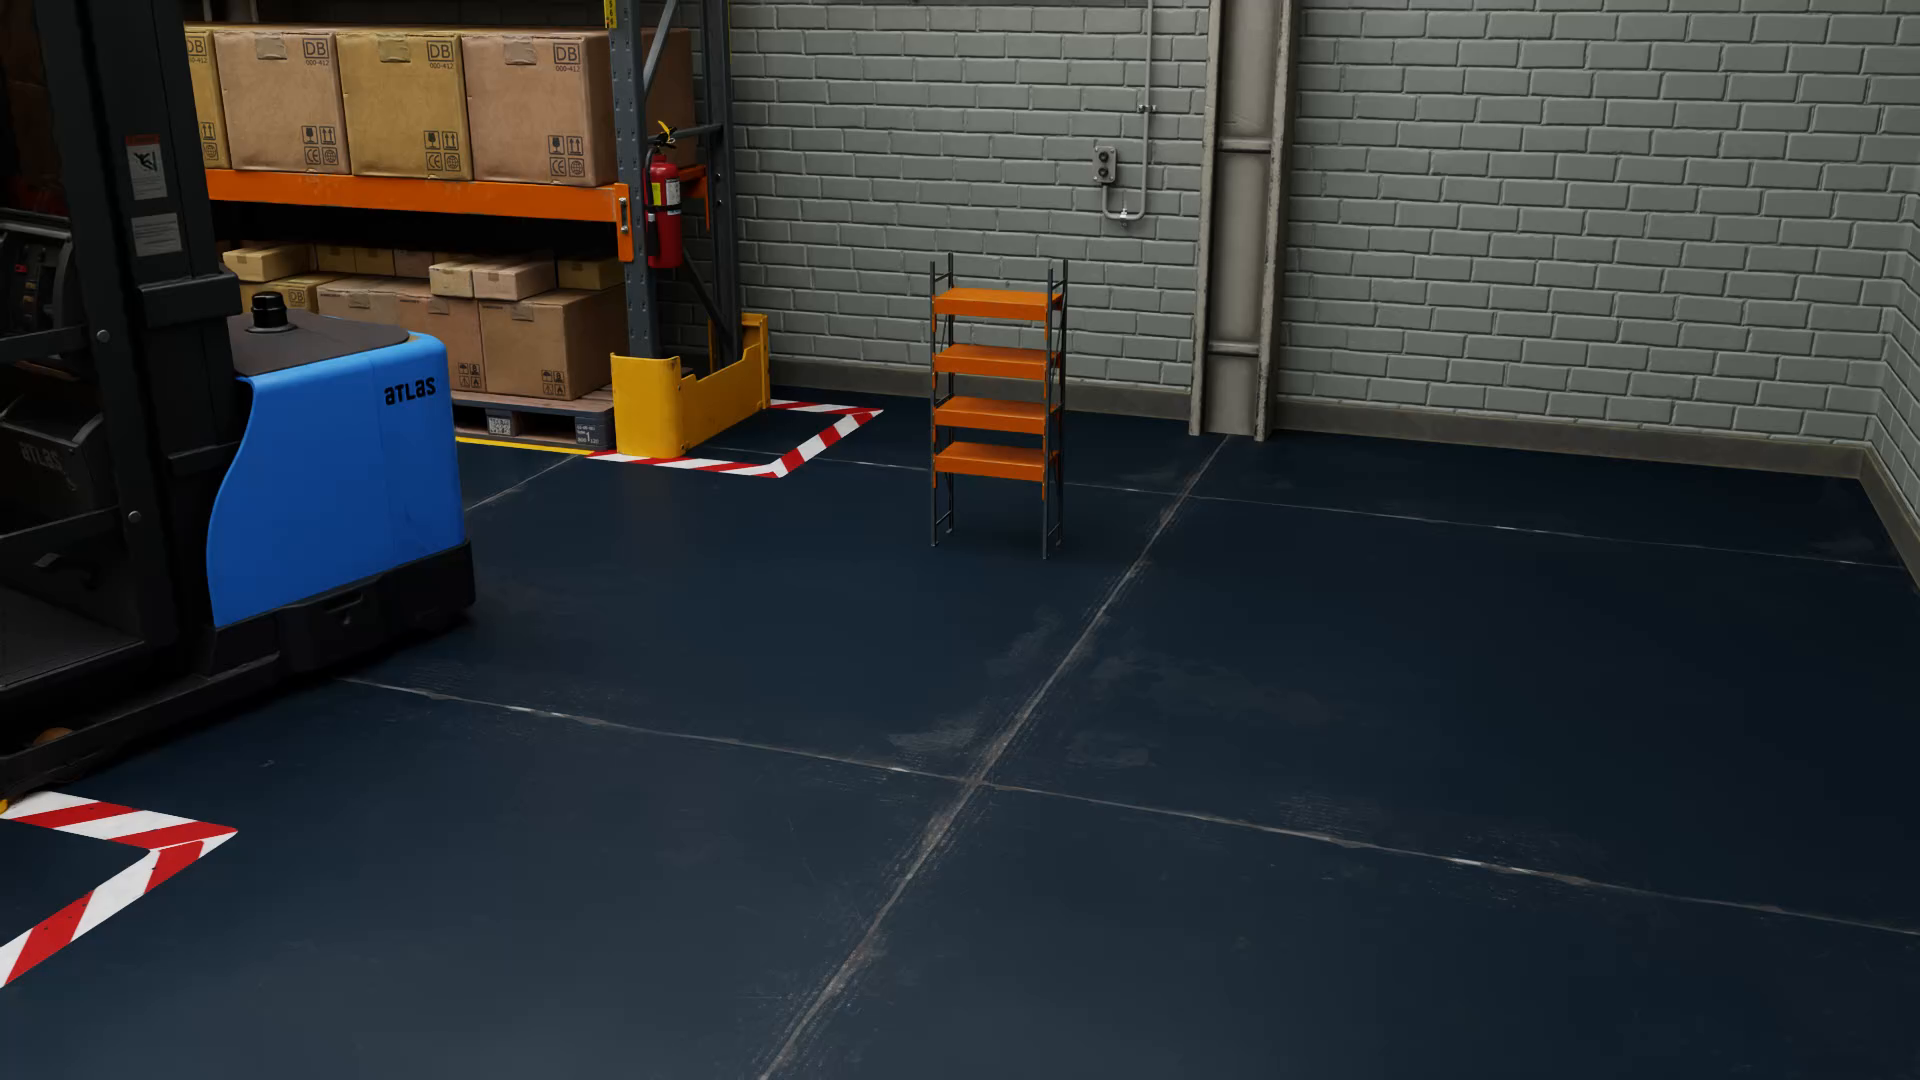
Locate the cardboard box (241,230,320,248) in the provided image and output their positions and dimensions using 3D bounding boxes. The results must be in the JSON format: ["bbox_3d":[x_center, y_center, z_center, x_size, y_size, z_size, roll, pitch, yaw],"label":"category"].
[{"bbox_3d":[-3.838,-1.650,9.426,0.250,0.149,0.380,6,20,16],"label":"cardboard box"}]

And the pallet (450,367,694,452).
[{"bbox_3d":[-2.189,-0.758,8.932,1.213,0.211,1.003,7,20,18],"label":"pallet"}]

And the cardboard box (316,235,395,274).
[{"bbox_3d":[-3.355,-1.595,9.268,0.250,0.149,0.380,6,20,17],"label":"cardboard box"}]

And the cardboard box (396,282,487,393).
[{"bbox_3d":[-2.575,-1.130,8.920,0.500,0.500,0.700,6,20,18],"label":"cardboard box"}]

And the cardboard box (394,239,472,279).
[{"bbox_3d":[-2.874,-1.540,9.110,0.250,0.149,0.380,7,20,19],"label":"cardboard box"}]

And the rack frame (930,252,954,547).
[{"bbox_3d":[-0.074,-0.575,6.903,0.015,1.200,0.240,7,20,18],"label":"rack frame"}]

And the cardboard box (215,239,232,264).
[{"bbox_3d":[-4.250,-1.563,9.178,0.250,0.149,0.380,7,20,20],"label":"cardboard box"}]

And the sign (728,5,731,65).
[{"bbox_3d":[-1.220,-2.631,8.632,0.005,0.325,0.100,7,20,18],"label":"sign"}]

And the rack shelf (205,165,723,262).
[{"bbox_3d":[-3.297,-1.890,9.033,4.000,0.370,1.077,7,20,18],"label":"rack shelf"}]

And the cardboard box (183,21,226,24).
[{"bbox_3d":[-4.679,-2.523,9.302,0.700,0.700,0.980,7,20,19],"label":"cardboard box"}]

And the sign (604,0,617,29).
[{"bbox_3d":[-1.599,-2.505,7.585,0.005,0.325,0.100,7,20,18],"label":"sign"}]

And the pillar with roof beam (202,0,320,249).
[{"bbox_3d":[-5.654,-4.133,5.261,0.400,9.000,9.100,7,20,18],"label":"pillar with roof beam"}]

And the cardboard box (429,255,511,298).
[{"bbox_3d":[-2.525,-1.367,8.614,0.250,0.149,0.380,7,20,20],"label":"cardboard box"}]

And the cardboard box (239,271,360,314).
[{"bbox_3d":[-3.556,-1.239,9.234,0.500,0.500,0.700,7,20,19],"label":"cardboard box"}]

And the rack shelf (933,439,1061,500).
[{"bbox_3d":[0.156,-0.298,6.915,0.480,0.148,0.258,7,20,18],"label":"rack shelf"}]

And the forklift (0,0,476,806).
[{"bbox_3d":[-3.054,-0.780,4.862,1.130,2.935,3.031,13,23,32],"label":"forklift"}]

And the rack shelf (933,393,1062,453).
[{"bbox_3d":[0.156,-0.485,6.850,0.480,0.148,0.258,7,20,18],"label":"rack shelf"}]

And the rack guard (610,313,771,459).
[{"bbox_3d":[-1.385,-0.830,8.699,0.348,0.500,1.175,7,20,18],"label":"rack guard"}]

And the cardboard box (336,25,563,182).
[{"bbox_3d":[-2.584,-2.282,8.610,0.700,0.700,0.980,6,20,18],"label":"cardboard box"}]

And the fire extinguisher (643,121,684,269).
[{"bbox_3d":[-1.417,-1.641,7.910,0.183,0.674,0.296,7,20,18],"label":"fire extinguisher"}]

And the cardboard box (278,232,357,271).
[{"bbox_3d":[-3.600,-1.622,9.347,0.250,0.149,0.380,7,20,19],"label":"cardboard box"}]

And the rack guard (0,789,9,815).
[{"bbox_3d":[-3.102,0.700,4.310,0.348,0.500,1.175,7,20,18],"label":"rack guard"}]

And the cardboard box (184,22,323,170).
[{"bbox_3d":[-3.992,-2.443,9.071,0.700,0.700,0.980,6,20,17],"label":"cardboard box"}]

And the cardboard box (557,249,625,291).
[{"bbox_3d":[-1.918,-1.431,8.798,0.250,0.149,0.380,7,20,18],"label":"cardboard box"}]

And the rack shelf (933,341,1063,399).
[{"bbox_3d":[0.156,-0.696,6.776,0.480,0.148,0.258,7,20,18],"label":"rack shelf"}]

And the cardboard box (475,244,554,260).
[{"bbox_3d":[-2.397,-1.485,8.954,0.250,0.149,0.380,7,20,18],"label":"cardboard box"}]

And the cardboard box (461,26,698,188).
[{"bbox_3d":[-1.893,-2.207,8.394,0.700,0.700,0.980,7,21,21],"label":"cardboard box"}]

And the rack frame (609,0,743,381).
[{"bbox_3d":[-1.408,-2.013,8.295,0.127,3.000,1.000,7,20,18],"label":"rack frame"}]

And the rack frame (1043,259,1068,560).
[{"bbox_3d":[0.387,-0.522,6.752,0.015,1.200,0.240,7,20,18],"label":"rack frame"}]

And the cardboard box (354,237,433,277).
[{"bbox_3d":[-3.116,-1.567,9.189,0.250,0.149,0.380,7,20,19],"label":"cardboard box"}]

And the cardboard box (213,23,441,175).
[{"bbox_3d":[-3.301,-2.367,8.854,0.700,0.700,0.980,6,20,15],"label":"cardboard box"}]

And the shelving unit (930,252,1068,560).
[{"bbox_3d":[0.156,-0.549,6.827,0.503,1.200,0.258,7,20,18],"label":"shelving unit"}]

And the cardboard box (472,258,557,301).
[{"bbox_3d":[-2.283,-1.339,8.535,0.250,0.149,0.380,6,20,17],"label":"cardboard box"}]

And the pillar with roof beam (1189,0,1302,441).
[{"bbox_3d":[0.014,-3.485,3.402,0.400,9.000,9.100,7,20,18],"label":"pillar with roof beam"}]

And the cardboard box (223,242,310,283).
[{"bbox_3d":[-3.757,-1.507,9.016,0.250,0.149,0.380,6,20,17],"label":"cardboard box"}]

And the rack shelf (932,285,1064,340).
[{"bbox_3d":[0.156,-0.920,6.698,0.480,0.148,0.258,7,20,18],"label":"rack shelf"}]

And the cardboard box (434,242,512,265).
[{"bbox_3d":[-2.633,-1.512,9.032,0.250,0.149,0.380,7,20,19],"label":"cardboard box"}]

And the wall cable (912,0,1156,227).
[{"bbox_3d":[0.112,-2.649,8.574,1.851,1.984,0.084,7,20,18],"label":"wall cable"}]

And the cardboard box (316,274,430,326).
[{"bbox_3d":[-3.050,-1.184,9.075,0.500,0.500,0.700,6,20,16],"label":"cardboard box"}]

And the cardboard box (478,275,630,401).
[{"bbox_3d":[-2.102,-1.076,8.765,0.500,0.500,0.700,7,20,18],"label":"cardboard box"}]
